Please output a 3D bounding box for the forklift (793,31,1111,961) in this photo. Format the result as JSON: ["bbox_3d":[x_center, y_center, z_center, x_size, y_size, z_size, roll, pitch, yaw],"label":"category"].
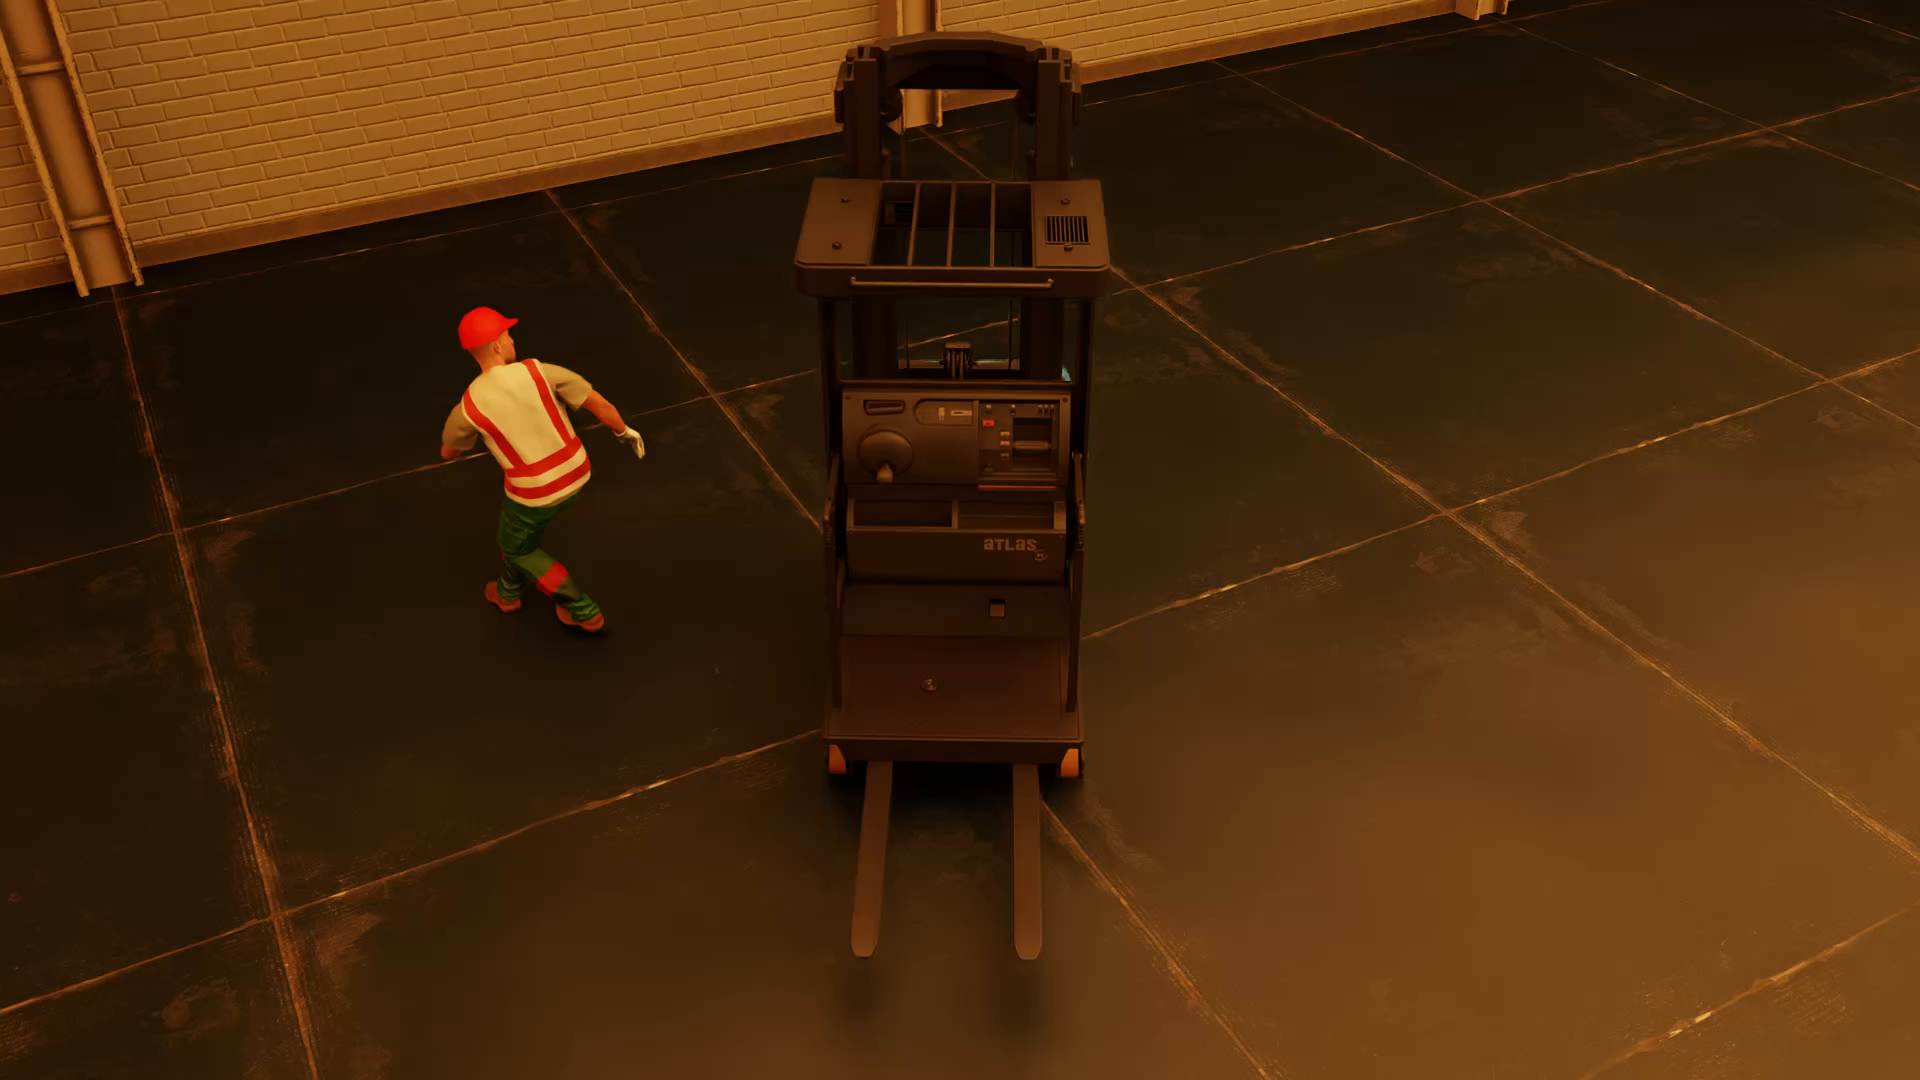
[{"bbox_3d":[-0.019,-0.353,6.622,1.130,2.935,3.031,1,35,1],"label":"forklift"}]

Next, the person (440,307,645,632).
[{"bbox_3d":[-1.988,-0.375,7.791,0.821,1.650,0.832,-30,45,-35],"label":"person"}]
